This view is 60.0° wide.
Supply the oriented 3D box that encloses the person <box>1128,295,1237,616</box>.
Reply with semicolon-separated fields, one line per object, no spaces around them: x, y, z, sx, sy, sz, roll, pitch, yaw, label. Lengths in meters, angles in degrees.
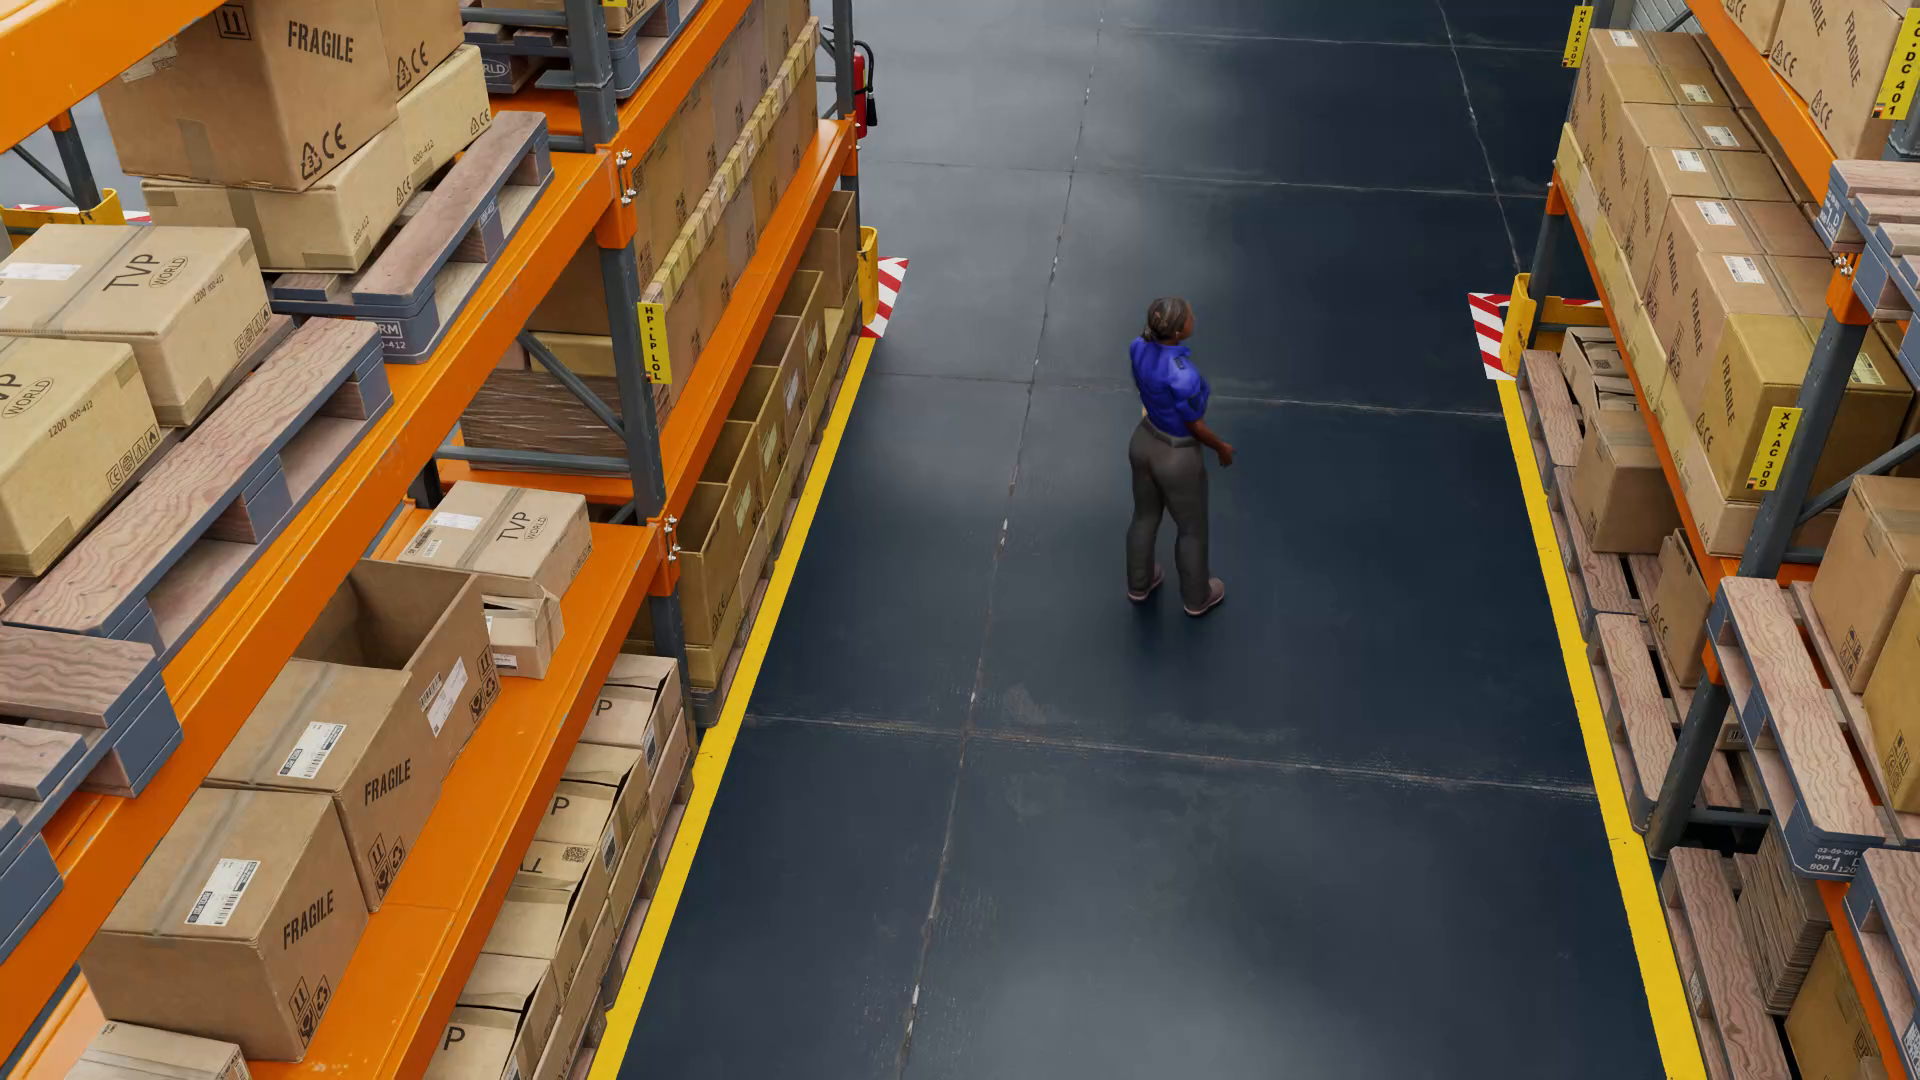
0.998;-0.408;7.583;0.498;1.657;0.489;-21;41;-26;person
